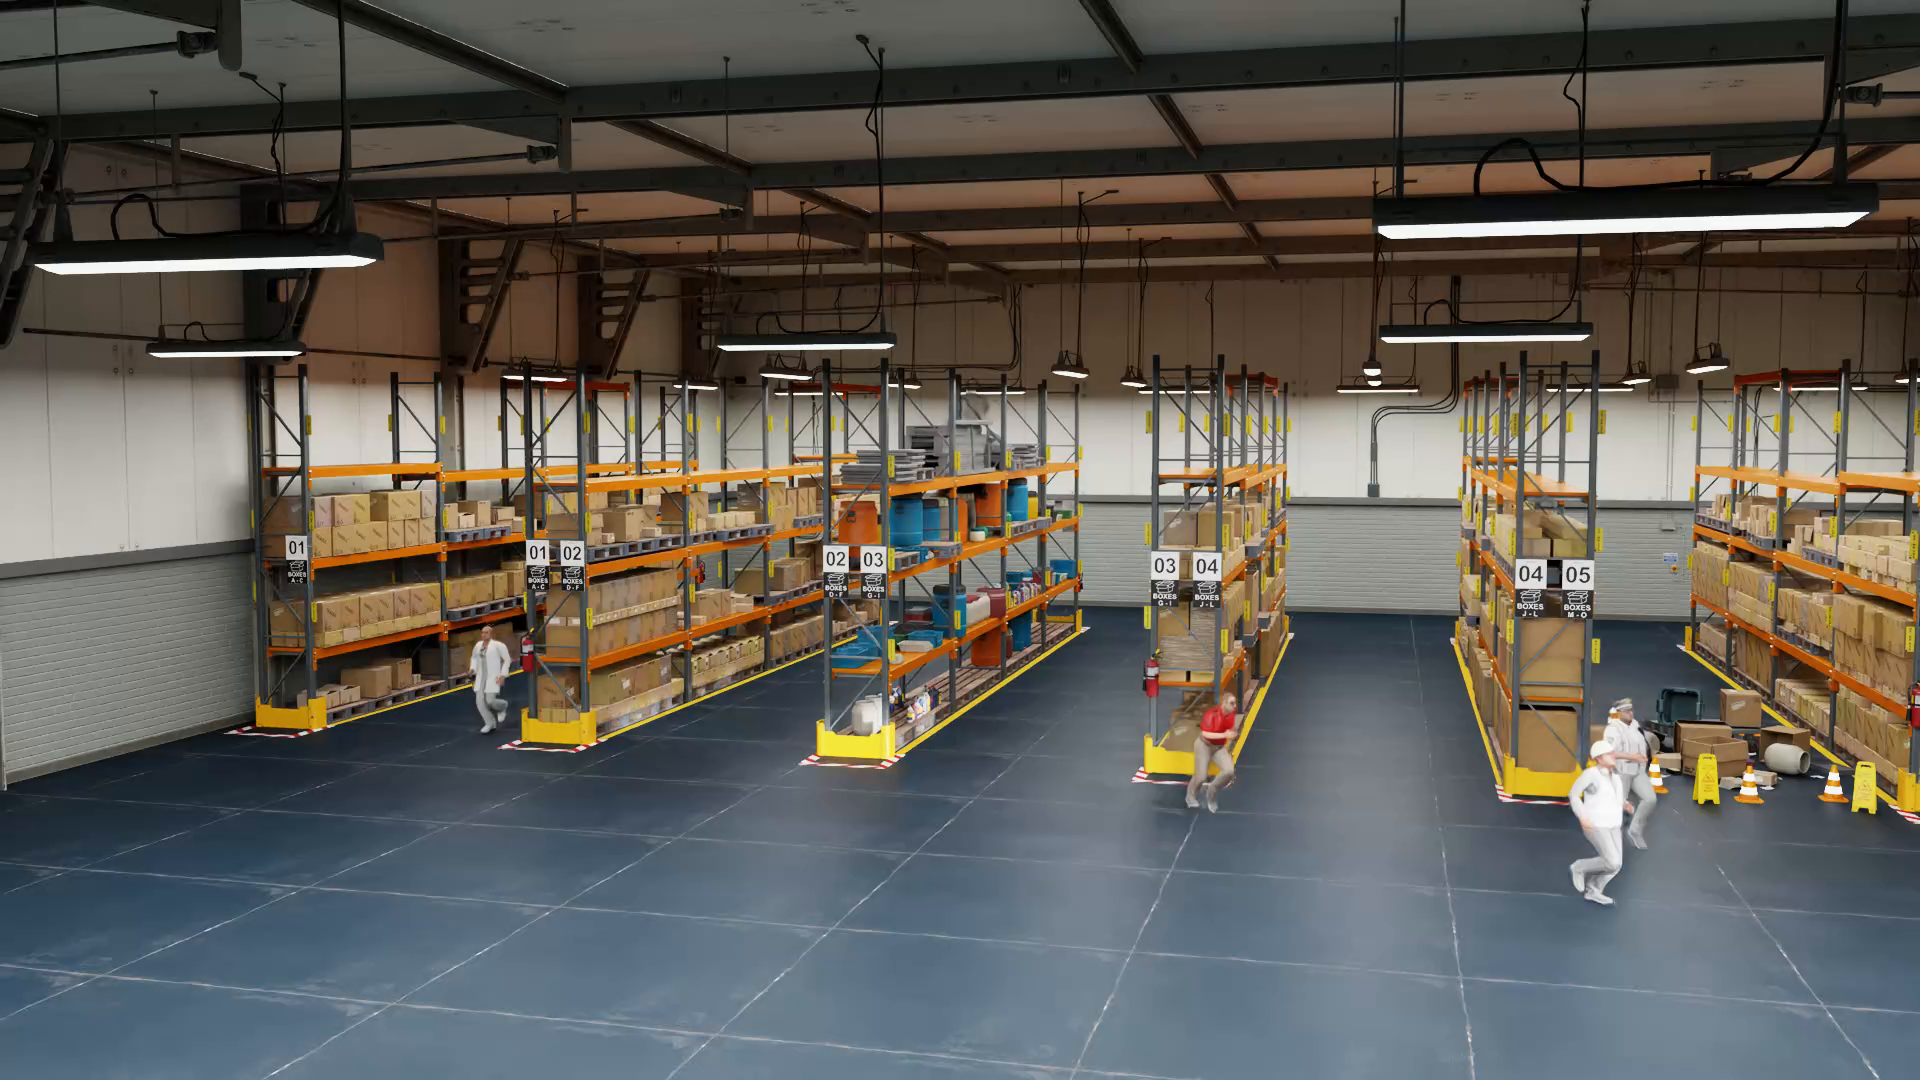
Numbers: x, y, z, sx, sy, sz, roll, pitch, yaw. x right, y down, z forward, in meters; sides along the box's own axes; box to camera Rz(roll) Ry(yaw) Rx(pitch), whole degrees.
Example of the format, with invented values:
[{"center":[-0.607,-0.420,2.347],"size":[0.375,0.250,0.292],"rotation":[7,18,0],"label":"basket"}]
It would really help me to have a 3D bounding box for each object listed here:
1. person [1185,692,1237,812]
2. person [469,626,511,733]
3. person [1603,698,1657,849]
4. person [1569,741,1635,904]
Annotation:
[{"center":[3.307,2.734,21.510],"size":[0.699,1.617,0.986],"rotation":[-3,5,-33],"label":"person"},{"center":[-7.705,2.374,27.286],"size":[0.722,1.509,0.665],"rotation":[1,4,16],"label":"person"},{"center":[7.955,2.779,19.825],"size":[0.670,1.820,0.753],"rotation":[-2,4,-21],"label":"person"},{"center":[6.717,2.947,17.321],"size":[0.661,1.708,0.576],"rotation":[-3,5,-33],"label":"person"}]
